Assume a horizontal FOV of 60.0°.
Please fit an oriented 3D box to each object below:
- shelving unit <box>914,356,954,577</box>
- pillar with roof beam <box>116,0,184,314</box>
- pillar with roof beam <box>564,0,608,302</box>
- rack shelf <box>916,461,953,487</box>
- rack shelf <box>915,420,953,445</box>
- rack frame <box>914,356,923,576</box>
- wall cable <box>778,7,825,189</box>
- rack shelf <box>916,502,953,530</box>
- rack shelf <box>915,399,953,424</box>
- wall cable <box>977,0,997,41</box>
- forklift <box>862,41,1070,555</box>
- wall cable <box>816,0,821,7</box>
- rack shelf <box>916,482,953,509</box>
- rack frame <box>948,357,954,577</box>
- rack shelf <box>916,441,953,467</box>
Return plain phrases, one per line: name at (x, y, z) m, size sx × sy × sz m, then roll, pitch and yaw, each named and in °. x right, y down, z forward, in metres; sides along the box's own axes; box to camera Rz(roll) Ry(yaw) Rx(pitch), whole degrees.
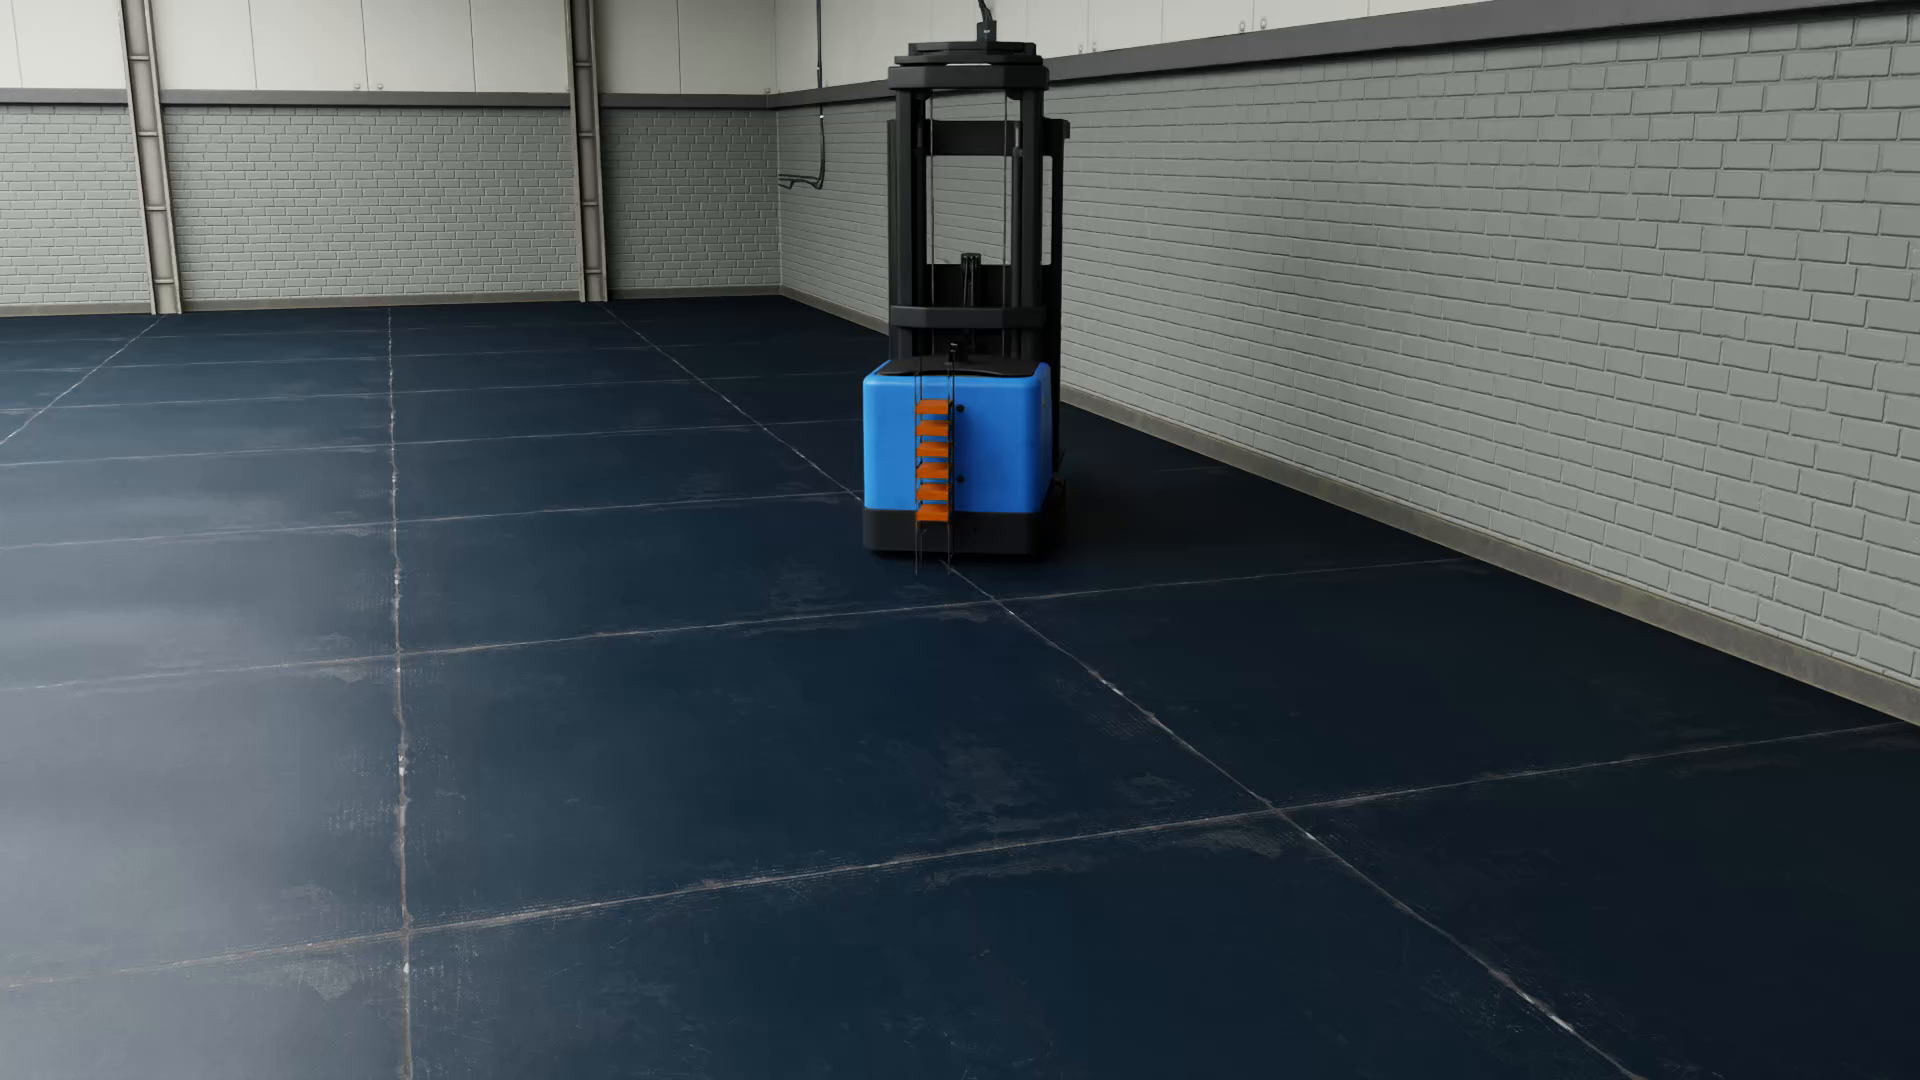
shelving unit at (-0.140, -0.409, 9.269) m, size 0.189 × 1.200 × 0.258 m, roll 2°, pitch 14°, yaw 7°
pillar with roof beam at (-9.971, -6.688, 18.812) m, size 0.400 × 9.000 × 9.100 m, roll -4°, pitch 14°, yaw -18°
pillar with roof beam at (-4.284, -7.130, 20.674) m, size 0.400 × 9.000 × 9.100 m, roll -4°, pitch 14°, yaw -18°
rack shelf at (-0.140, -0.366, 9.279) m, size 0.180 × 0.103 × 0.258 m, roll 2°, pitch 14°, yaw 7°
rack shelf at (-0.140, -0.600, 9.223) m, size 0.180 × 0.103 × 0.258 m, roll 2°, pitch 14°, yaw 7°
rack frame at (-0.231, -0.412, 9.280) m, size 0.006 × 1.200 × 0.240 m, roll 2°, pitch 14°, yaw 7°
wall cable at (-2.443, -6.491, 24.697) m, size 0.112 × 2.526 × 3.097 m, roll -4°, pitch 14°, yaw -18°
rack shelf at (-0.140, -0.133, 9.336) m, size 0.180 × 0.103 × 0.258 m, roll 2°, pitch 14°, yaw 7°
rack shelf at (-0.140, -0.716, 9.195) m, size 0.180 × 0.103 × 0.258 m, roll 2°, pitch 14°, yaw 7°
wall cable at (0.569, -7.573, 15.186) m, size 0.169 × 6.003 × 2.305 m, roll -4°, pitch 14°, yaw -18°
forklift at (0.124, -1.632, 10.668) m, size 1.130 × 2.935 × 3.031 m, roll 2°, pitch 13°, yaw 7°
wall cable at (-1.581, -8.355, 21.618) m, size 0.112 × 2.526 × 3.097 m, roll -4°, pitch 14°, yaw -18°
rack shelf at (-0.140, -0.250, 9.308) m, size 0.180 × 0.103 × 0.258 m, roll 2°, pitch 14°, yaw 7°
rack frame at (-0.049, -0.407, 9.258) m, size 0.006 × 1.200 × 0.240 m, roll 2°, pitch 14°, yaw 7°
rack shelf at (-0.140, -0.483, 9.251) m, size 0.180 × 0.103 × 0.258 m, roll 2°, pitch 14°, yaw 7°
